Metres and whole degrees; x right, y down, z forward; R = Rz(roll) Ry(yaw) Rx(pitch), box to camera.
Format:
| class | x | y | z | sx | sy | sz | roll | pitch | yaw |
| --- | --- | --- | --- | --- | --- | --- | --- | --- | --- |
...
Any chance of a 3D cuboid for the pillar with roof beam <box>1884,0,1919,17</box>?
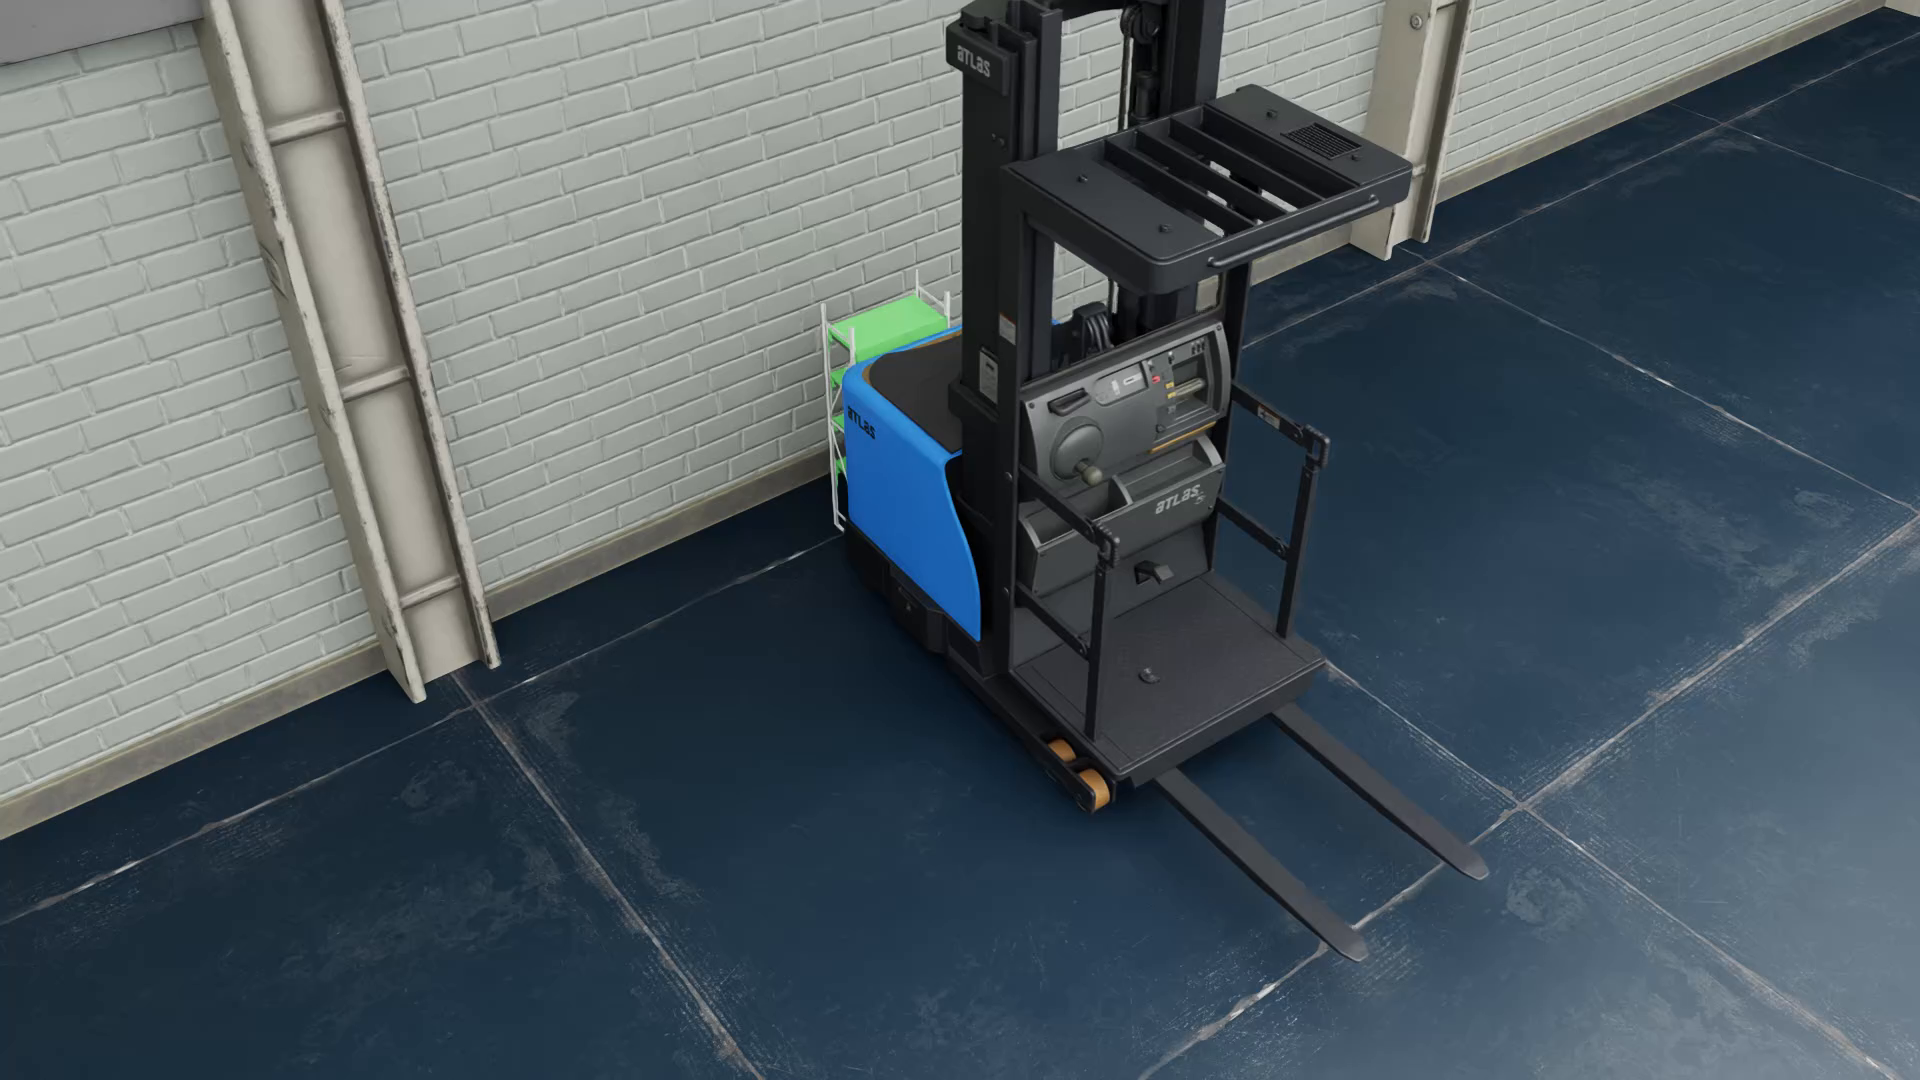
| class | x | y | z | sx | sy | sz | roll | pitch | yaw |
| --- | --- | --- | --- | --- | --- | --- | --- | --- | --- |
| pillar with roof beam | 9.932 | -5.423 | 7.265 | 0.400 | 9.000 | 9.100 | -26 | 46 | -28 |

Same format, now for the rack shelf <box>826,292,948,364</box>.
| class | x | y | z | sx | sy | sz | roll | pitch | yaw |
| --- | --- | --- | --- | --- | --- | --- | --- | --- | --- |
| rack shelf | -0.319 | -0.893 | 7.236 | 0.480 | 0.148 | 0.258 | -25 | 45 | -27 |

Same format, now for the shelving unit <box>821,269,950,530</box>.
| class | x | y | z | sx | sy | sz | roll | pitch | yaw |
| --- | --- | --- | --- | --- | --- | --- | --- | --- | --- |
| shelving unit | -0.319 | -0.571 | 7.500 | 0.503 | 1.200 | 0.258 | -25 | 45 | -27 |

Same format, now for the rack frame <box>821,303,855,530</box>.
| class | x | y | z | sx | sy | sz | roll | pitch | yaw |
| --- | --- | --- | --- | --- | --- | --- | --- | --- | --- |
| rack frame | -0.517 | -0.481 | 7.390 | 0.015 | 1.200 | 0.240 | -25 | 45 | -27 |

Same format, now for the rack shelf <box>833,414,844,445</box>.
| class | x | y | z | sx | sy | sz | roll | pitch | yaw |
| --- | --- | --- | --- | --- | --- | --- | --- | --- | --- |
| rack shelf | -0.319 | -0.522 | 7.541 | 0.480 | 0.148 | 0.258 | -25 | 45 | -27 |

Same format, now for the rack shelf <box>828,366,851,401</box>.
| class | x | y | z | sx | sy | sz | roll | pitch | yaw |
| --- | --- | --- | --- | --- | --- | --- | --- | --- | --- |
| rack shelf | -0.319 | -0.707 | 7.388 | 0.480 | 0.148 | 0.258 | -25 | 45 | -27 |

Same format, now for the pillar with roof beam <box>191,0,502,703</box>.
| class | x | y | z | sx | sy | sz | roll | pitch | yaw |
| --- | --- | --- | --- | --- | --- | --- | --- | --- | --- |
| pillar with roof beam | 0.417 | -0.785 | 1.612 | 0.400 | 9.000 | 9.100 | -26 | 46 | -28 |

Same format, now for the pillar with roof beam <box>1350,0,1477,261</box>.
| class | x | y | z | sx | sy | sz | roll | pitch | yaw |
| --- | --- | --- | --- | --- | --- | --- | --- | --- | --- |
| pillar with roof beam | 5.174 | -3.104 | 4.439 | 0.400 | 9.000 | 9.100 | -26 | 46 | -28 |

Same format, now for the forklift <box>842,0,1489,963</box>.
| class | x | y | z | sx | sy | sz | roll | pitch | yaw |
| --- | --- | --- | --- | --- | --- | --- | --- | --- | --- |
| forklift | 0.750 | -0.431 | 5.965 | 1.130 | 2.935 | 3.031 | -24 | 45 | -27 |

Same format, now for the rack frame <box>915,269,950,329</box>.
| class | x | y | z | sx | sy | sz | roll | pitch | yaw |
| --- | --- | --- | --- | --- | --- | --- | --- | --- | --- |
| rack frame | -0.121 | -0.661 | 7.610 | 0.015 | 1.200 | 0.240 | -25 | 45 | -27 |

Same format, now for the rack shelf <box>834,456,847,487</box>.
| class | x | y | z | sx | sy | sz | roll | pitch | yaw |
| --- | --- | --- | --- | --- | --- | --- | --- | --- | --- |
| rack shelf | -0.319 | -0.336 | 7.693 | 0.480 | 0.148 | 0.258 | -25 | 45 | -27 |
